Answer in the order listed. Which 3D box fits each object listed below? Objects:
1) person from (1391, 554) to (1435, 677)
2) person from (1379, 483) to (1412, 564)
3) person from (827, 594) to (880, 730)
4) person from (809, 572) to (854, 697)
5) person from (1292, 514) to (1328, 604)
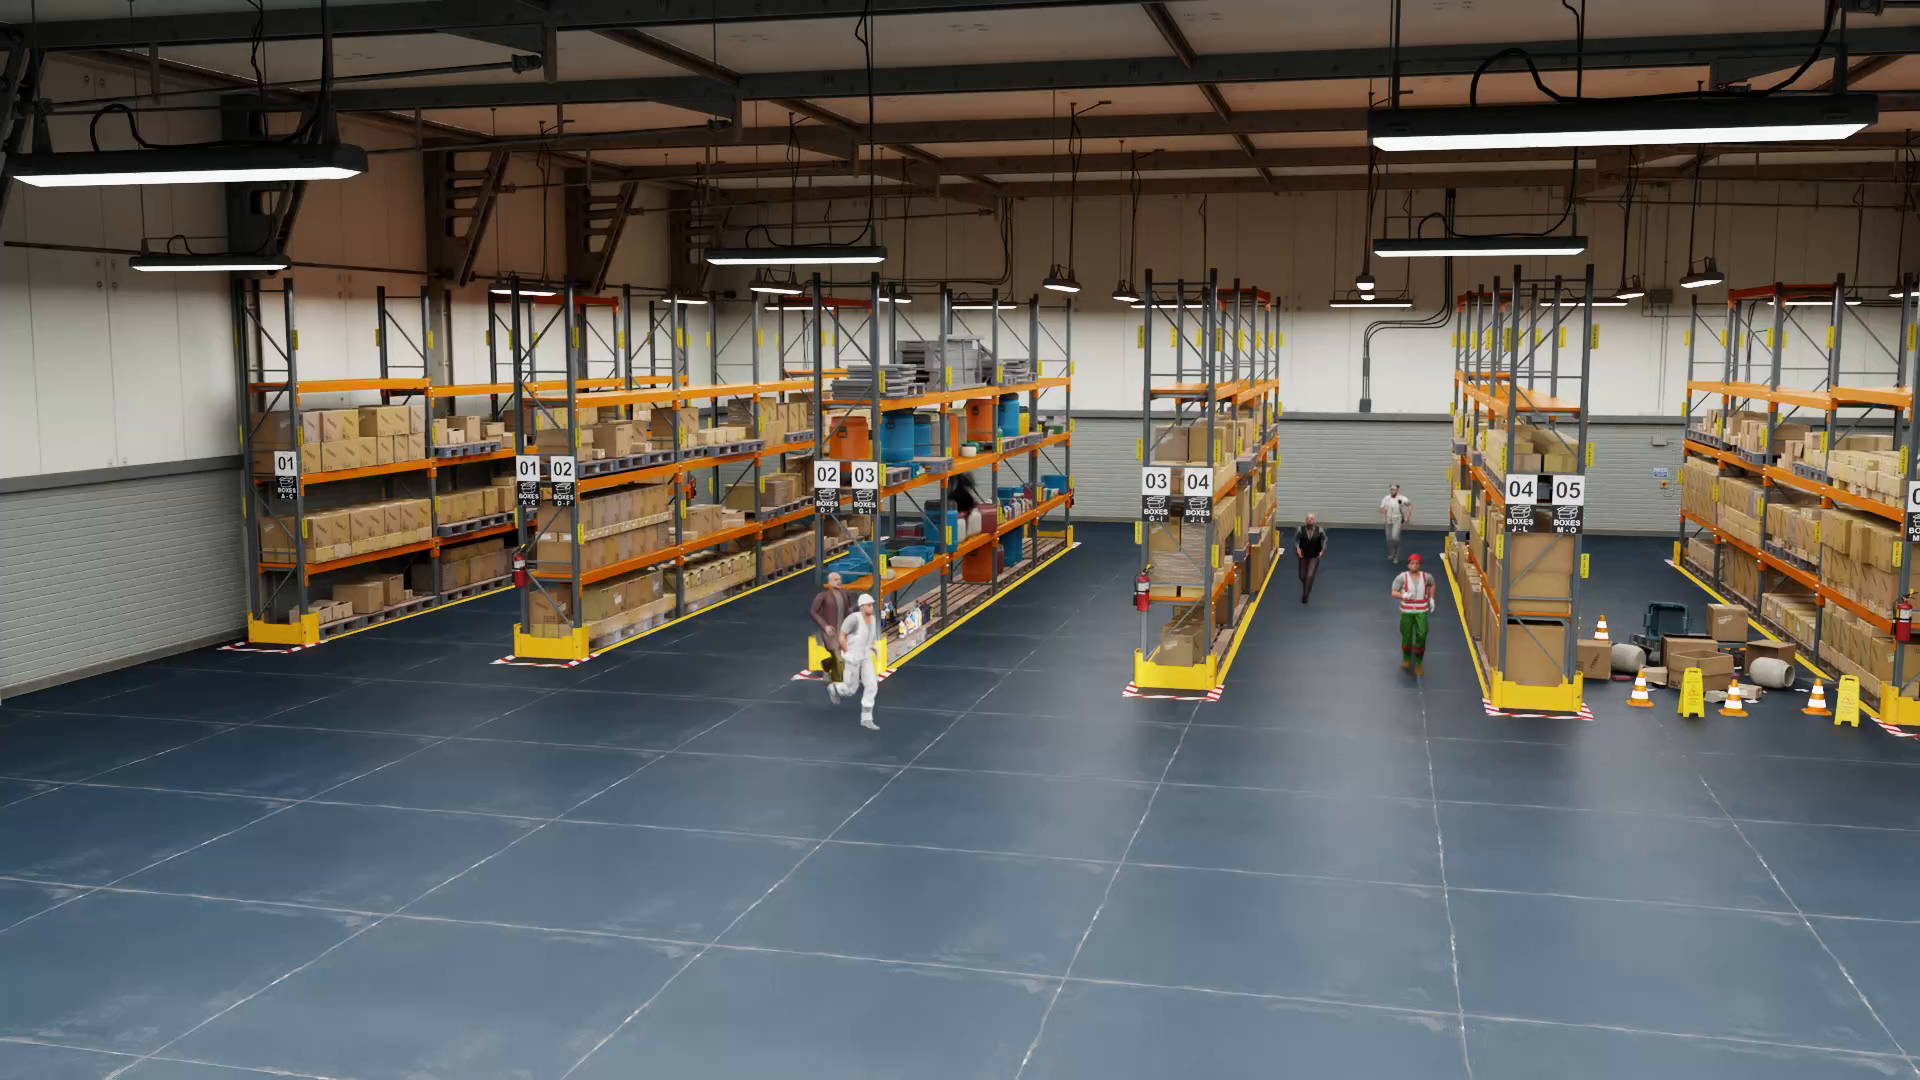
[{"bbox_3d":[6.809,1.125,25.001,0.664,1.852,0.775,1,7,11],"label":"person"},{"bbox_3d":[9.825,-0.365,37.633,0.677,1.856,0.778,4,8,31],"label":"person"},{"bbox_3d":[-1.369,1.560,21.709,0.950,1.767,0.664,7,9,43],"label":"person"},{"bbox_3d":[-1.821,1.318,23.668,0.743,1.746,0.717,-6,9,-41],"label":"person"},{"bbox_3d":[6.743,0.336,32.065,0.684,1.706,0.802,2,7,15],"label":"person"}]
